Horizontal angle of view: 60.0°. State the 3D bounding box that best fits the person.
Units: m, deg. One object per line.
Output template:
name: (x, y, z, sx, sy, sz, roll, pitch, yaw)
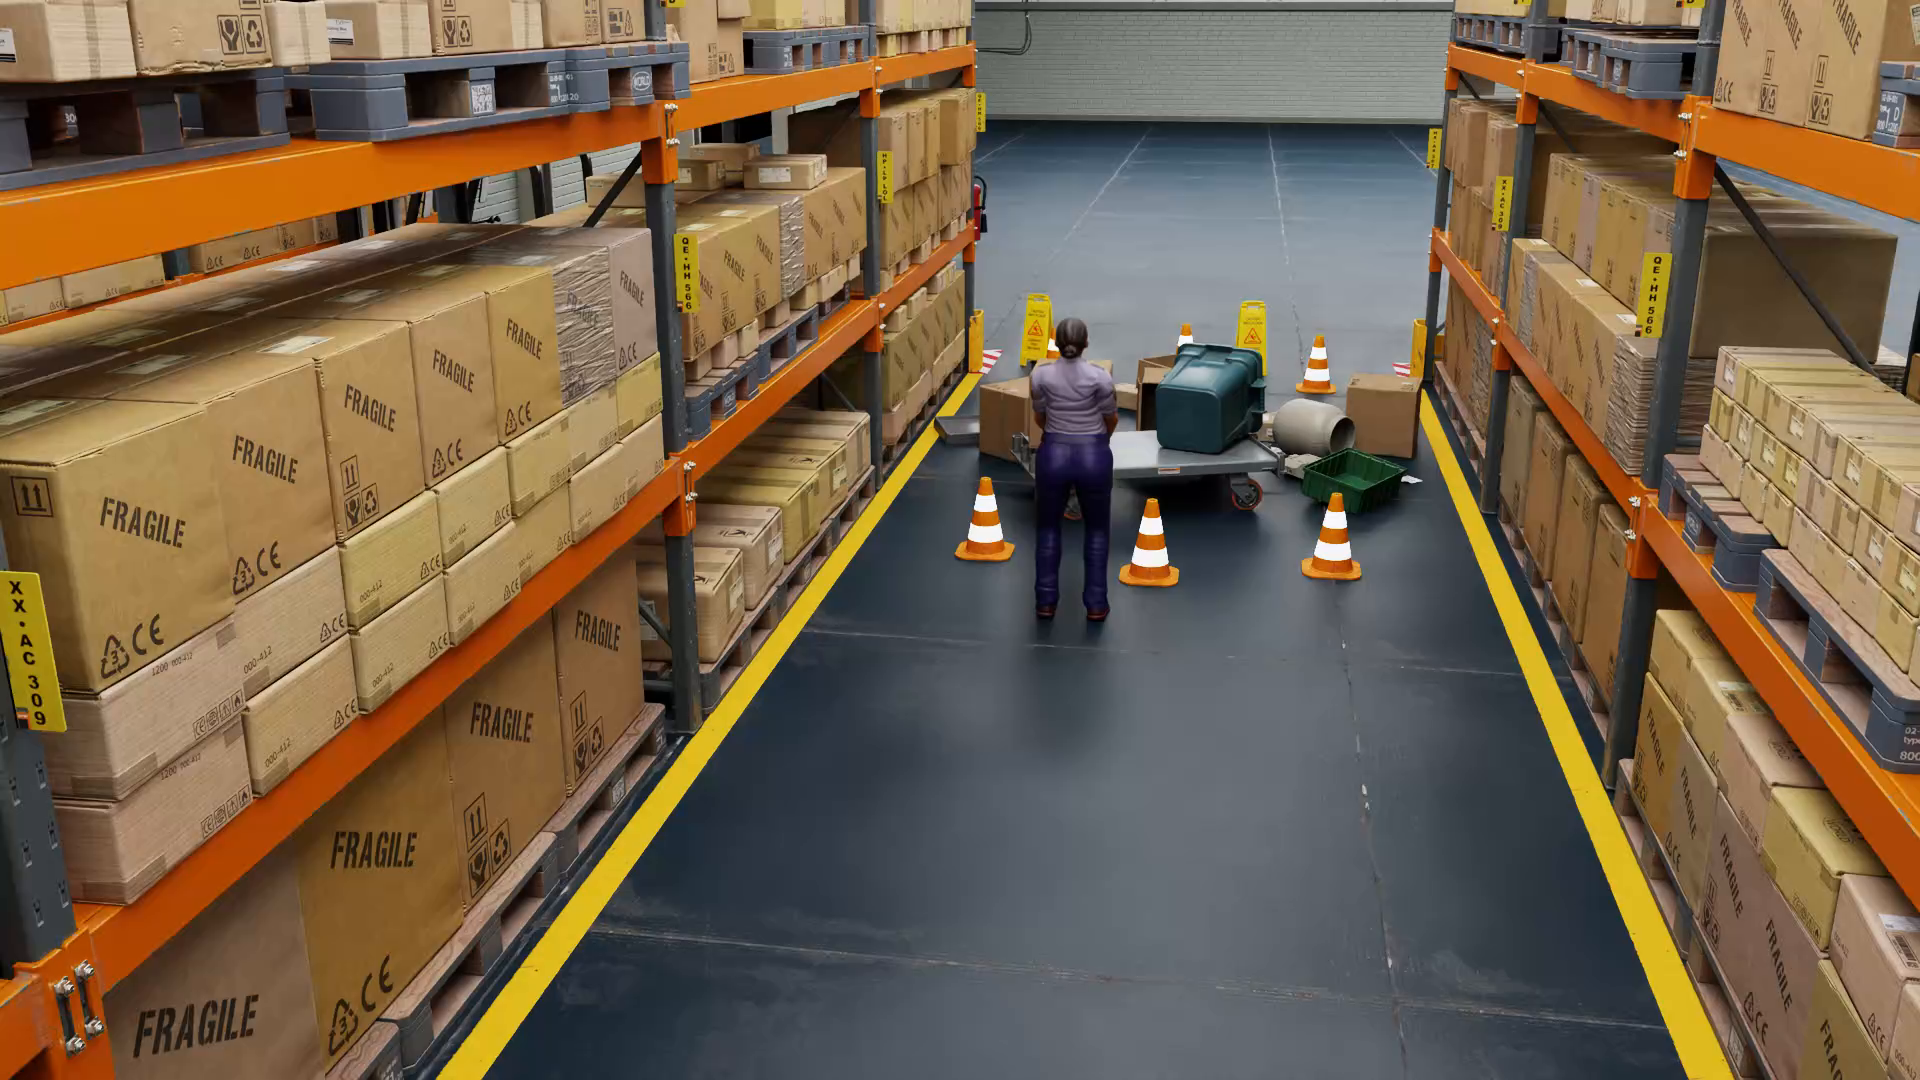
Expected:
person: (0.609, -0.403, 8.838, 0.453, 1.636, 0.524, 3, 18, 10)
